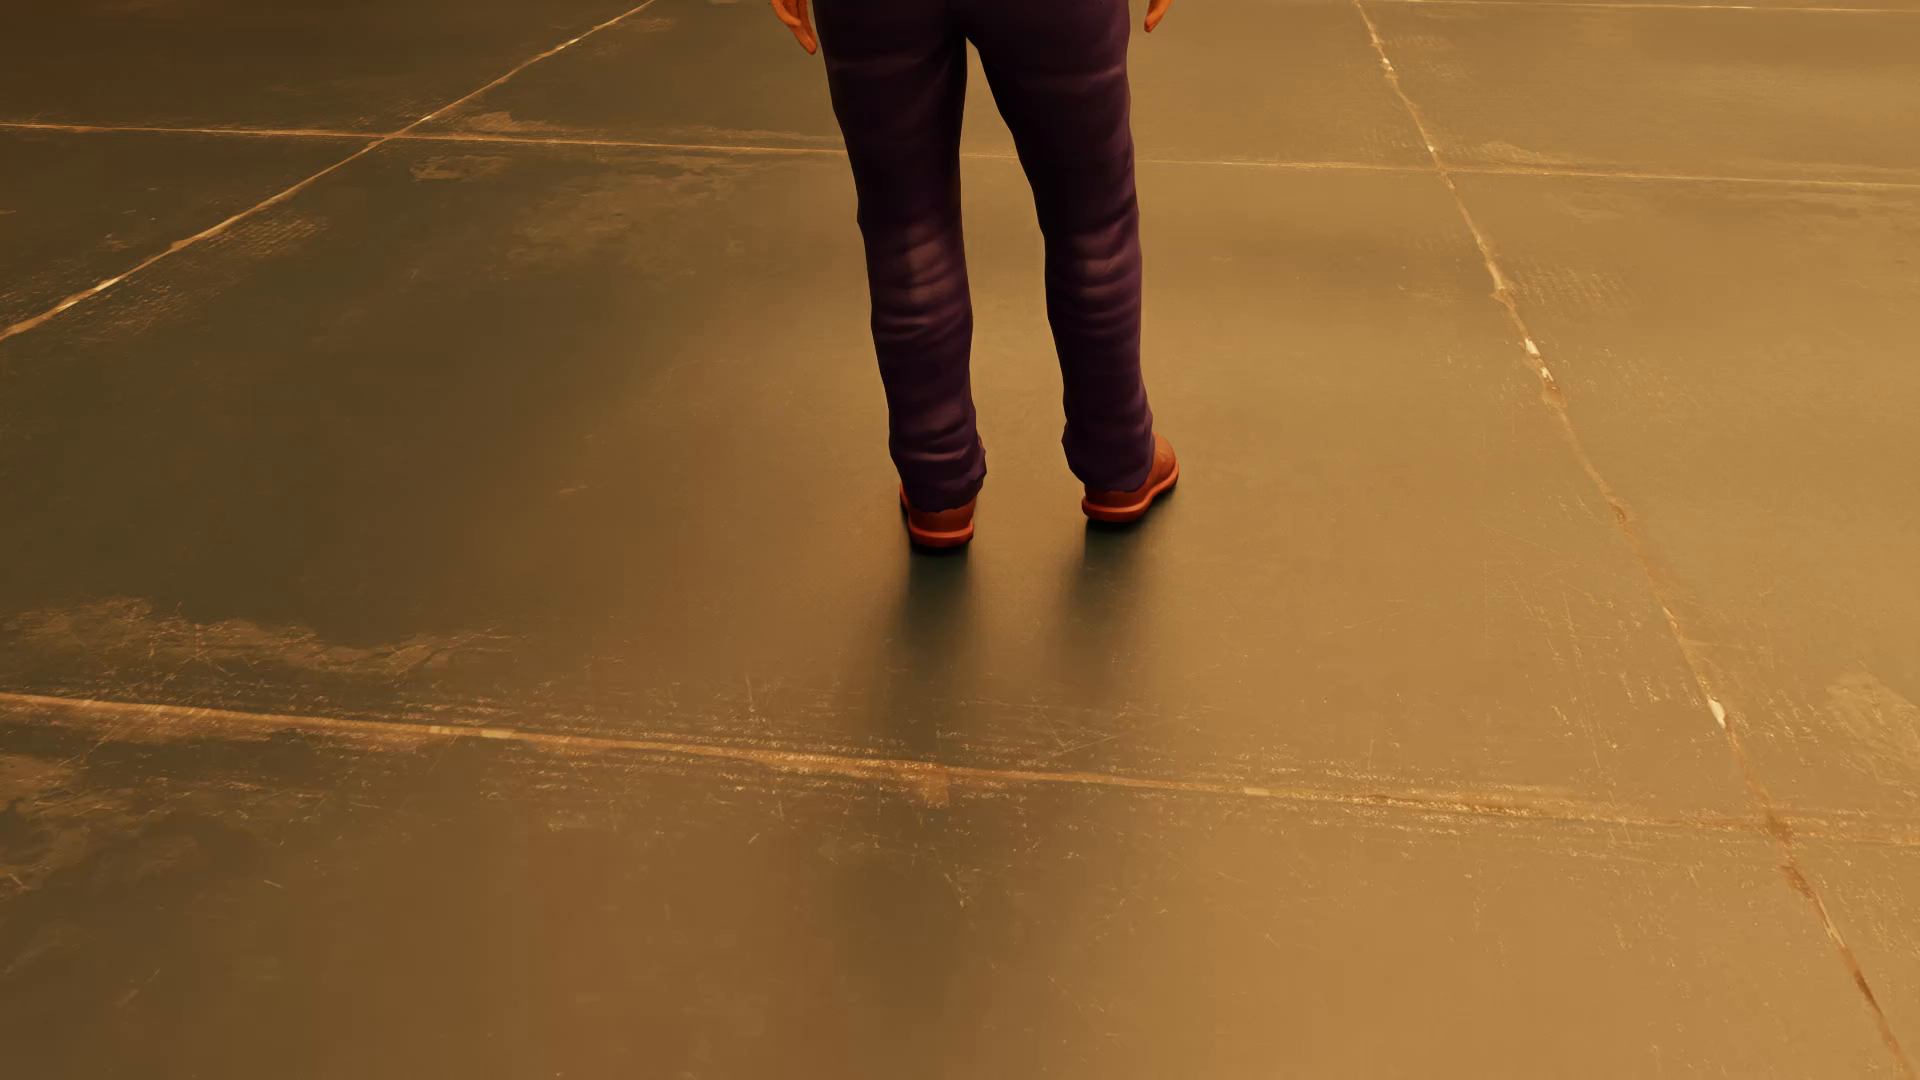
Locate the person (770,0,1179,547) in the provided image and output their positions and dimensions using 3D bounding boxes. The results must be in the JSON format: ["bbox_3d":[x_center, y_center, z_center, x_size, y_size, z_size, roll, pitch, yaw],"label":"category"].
[{"bbox_3d":[0.034,-0.777,2.208,0.599,1.638,0.503,3,27,7],"label":"person"}]
